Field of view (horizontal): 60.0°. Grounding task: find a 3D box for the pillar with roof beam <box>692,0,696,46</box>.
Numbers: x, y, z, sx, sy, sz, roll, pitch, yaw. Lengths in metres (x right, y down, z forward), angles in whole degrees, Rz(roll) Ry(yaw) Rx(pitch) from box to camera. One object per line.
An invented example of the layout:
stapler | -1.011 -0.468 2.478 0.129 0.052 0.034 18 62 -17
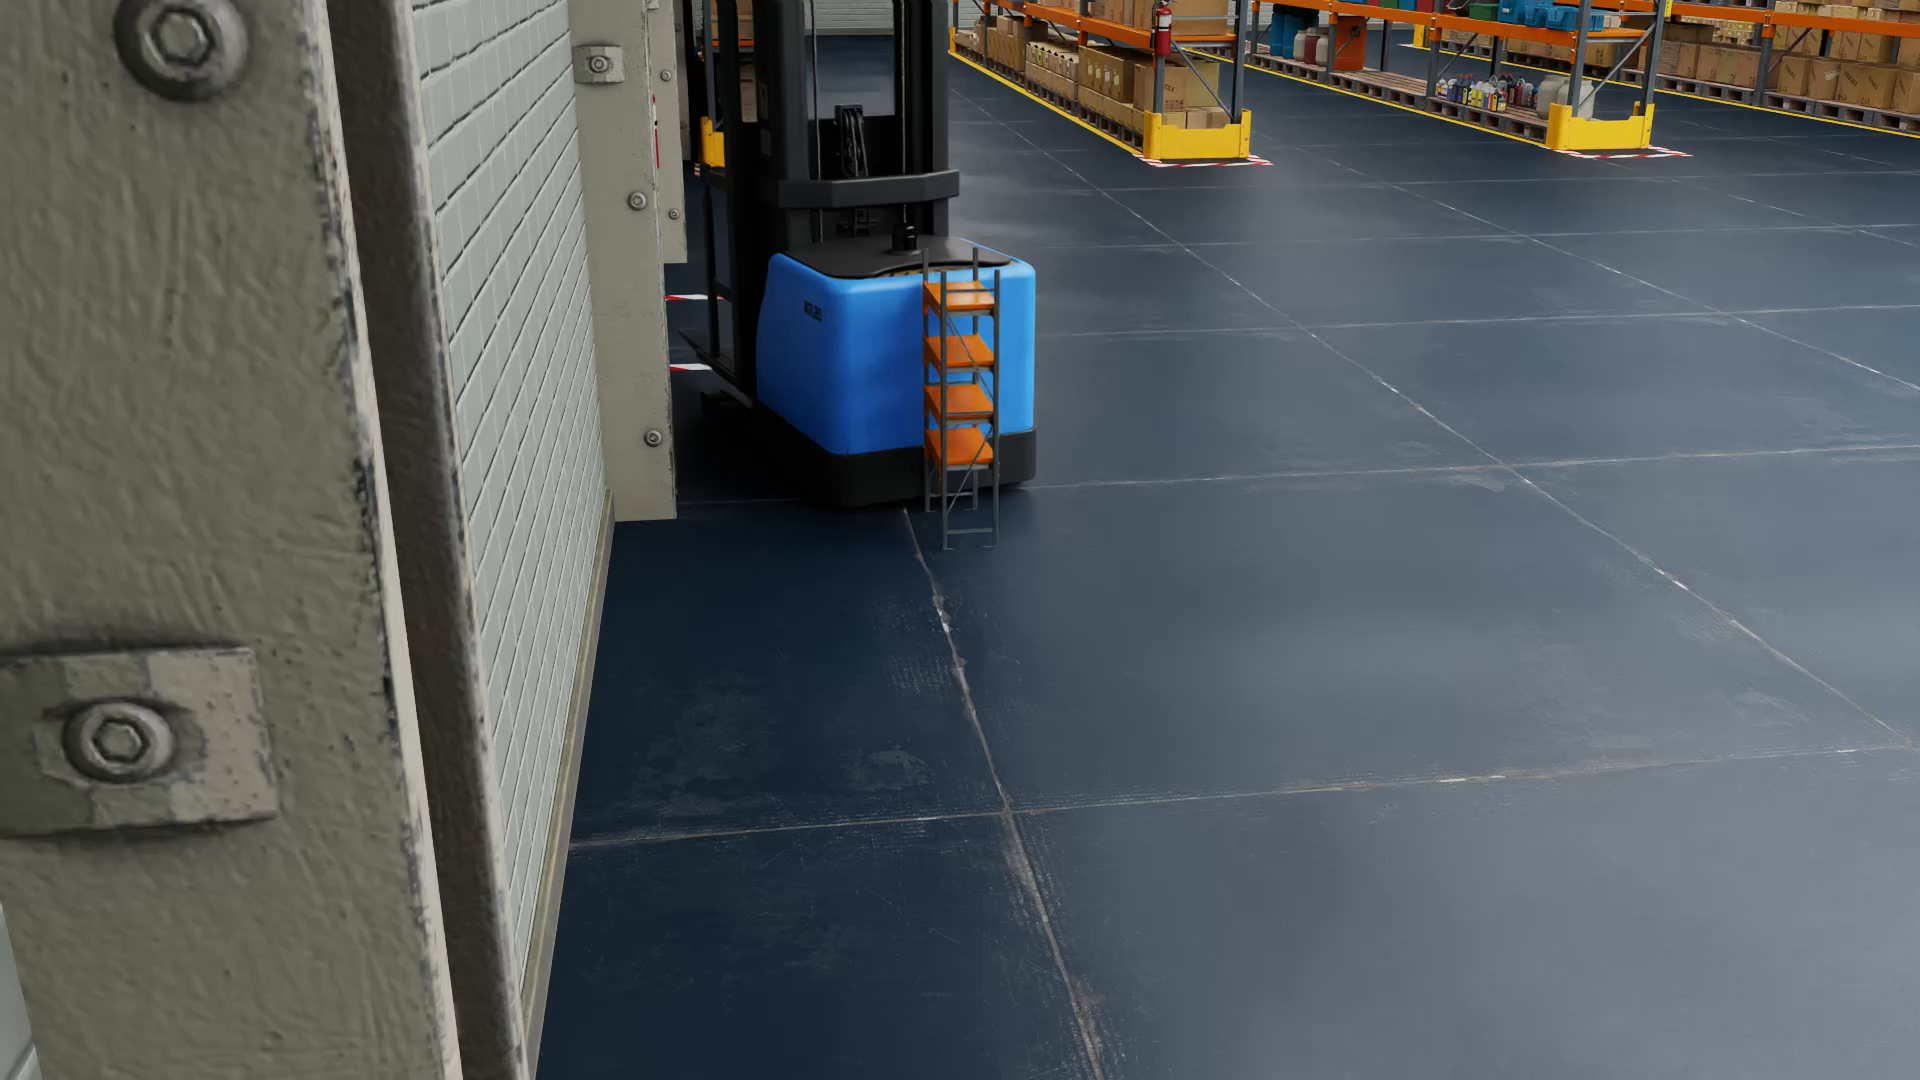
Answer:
pillar with roof beam | -1.521 -14.977 34.455 9.100 9.000 0.400 -3 21 -8

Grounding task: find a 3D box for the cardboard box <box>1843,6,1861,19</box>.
cardboard box | 11.861 -6.927 21.835 0.380 0.149 0.250 -3 21 -8

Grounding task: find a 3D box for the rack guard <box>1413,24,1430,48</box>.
rack guard | 10.165 -10.645 35.003 1.175 0.500 0.348 -3 21 -8

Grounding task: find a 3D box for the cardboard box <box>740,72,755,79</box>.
cardboard box | -2.617 -5.581 20.817 0.500 0.500 0.500 -4 21 -12

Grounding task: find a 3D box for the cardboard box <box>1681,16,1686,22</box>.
cardboard box | 15.017 -10.700 34.201 0.380 0.149 0.250 -4 21 -10

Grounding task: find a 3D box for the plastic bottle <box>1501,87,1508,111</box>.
plastic bottle | 6.972 -5.660 21.337 0.061 0.283 0.133 -3 21 -8

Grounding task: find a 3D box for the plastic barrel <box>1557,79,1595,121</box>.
plastic barrel | 7.404 -5.274 20.004 0.421 0.512 0.421 0 20 0

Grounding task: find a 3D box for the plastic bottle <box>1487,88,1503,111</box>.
plastic bottle | 6.866 -5.651 21.323 0.152 0.276 0.135 -3 21 -7

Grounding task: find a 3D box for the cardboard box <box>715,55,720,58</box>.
cardboard box | -3.086 -6.548 23.404 0.700 0.500 0.500 -3 21 -7

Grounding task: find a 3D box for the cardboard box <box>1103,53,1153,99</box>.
cardboard box | 2.071 -5.719 20.499 0.500 0.500 0.500 -3 21 -8

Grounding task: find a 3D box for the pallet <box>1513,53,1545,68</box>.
pallet | 10.931 -8.853 30.619 1.003 0.211 1.213 -3 21 -8

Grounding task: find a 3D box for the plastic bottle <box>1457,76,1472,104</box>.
plastic bottle | 6.730 -6.003 22.158 0.144 0.351 0.185 -4 21 -10

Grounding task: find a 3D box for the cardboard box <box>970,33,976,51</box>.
cardboard box | 0.471 -9.314 31.080 0.500 0.311 0.500 -3 21 -8

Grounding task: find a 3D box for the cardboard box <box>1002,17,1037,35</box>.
cardboard box | 0.988 -8.611 27.857 0.500 0.250 0.500 -3 21 -9

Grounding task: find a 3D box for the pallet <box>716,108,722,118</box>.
pallet | -2.674 -5.367 21.283 1.003 0.211 1.213 -3 21 -8

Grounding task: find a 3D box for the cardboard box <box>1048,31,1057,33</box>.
cardboard box | 1.432 -8.458 28.519 0.500 0.500 0.500 -3 21 -7

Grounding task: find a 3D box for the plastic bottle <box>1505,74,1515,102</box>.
plastic bottle | 7.403 -6.094 22.401 0.144 0.351 0.185 -4 21 -10

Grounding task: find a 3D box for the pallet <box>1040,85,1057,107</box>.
pallet | 1.771 -6.525 24.384 1.003 0.211 1.213 -3 21 -8

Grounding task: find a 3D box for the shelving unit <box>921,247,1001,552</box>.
shelving unit | 0.001 -0.607 7.125 0.258 1.200 0.503 -3 21 -9

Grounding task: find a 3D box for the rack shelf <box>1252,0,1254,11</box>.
rack shelf | 5.556 -10.529 32.147 1.077 0.370 4.000 -3 21 -8

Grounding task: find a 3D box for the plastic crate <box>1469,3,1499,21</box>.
plastic crate | 6.914 -6.820 21.491 0.450 0.188 0.662 -3 21 -8

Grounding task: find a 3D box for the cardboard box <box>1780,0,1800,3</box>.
cardboard box | 11.902 -7.680 22.925 0.875 0.500 0.500 -3 21 -8

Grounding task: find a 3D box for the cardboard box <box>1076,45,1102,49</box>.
cardboard box | 1.989 -7.188 24.701 0.500 0.311 0.500 -3 21 -8

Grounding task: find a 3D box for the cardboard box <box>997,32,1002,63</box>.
cardboard box | 0.923 -8.422 28.423 0.500 0.500 0.500 -3 21 -7

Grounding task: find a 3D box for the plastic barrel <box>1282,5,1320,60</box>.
plastic barrel | 6.008 -8.953 29.298 0.600 0.901 0.708 -3 21 -8

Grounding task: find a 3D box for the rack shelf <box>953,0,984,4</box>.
rack shelf | 0.654 -10.280 31.481 1.077 0.370 4.000 -3 21 -8

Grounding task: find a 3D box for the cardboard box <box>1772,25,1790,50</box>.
cardboard box | 15.512 -9.395 31.055 0.500 0.500 0.500 -2 21 -6

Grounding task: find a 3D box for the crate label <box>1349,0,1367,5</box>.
crate label | 6.296 -8.447 25.495 0.502 0.435 0.616 -3 21 -8

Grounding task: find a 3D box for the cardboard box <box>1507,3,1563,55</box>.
cardboard box | 10.858 -9.404 30.543 1.225 0.875 0.875 -3 21 -8

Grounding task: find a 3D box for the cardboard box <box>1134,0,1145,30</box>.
cardboard box | 2.471 -6.333 19.742 0.700 0.500 0.500 -3 21 -7

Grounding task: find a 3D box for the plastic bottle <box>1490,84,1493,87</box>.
plastic bottle | 6.935 -5.837 21.820 0.152 0.276 0.135 -3 21 -8

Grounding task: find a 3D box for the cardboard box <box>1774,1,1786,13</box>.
cardboard box | 11.632 -7.446 23.224 0.380 0.149 0.250 -3 21 -8

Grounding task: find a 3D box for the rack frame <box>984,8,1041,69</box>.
rack frame | 0.942 -9.925 29.502 1.000 3.000 0.127 -3 21 -8

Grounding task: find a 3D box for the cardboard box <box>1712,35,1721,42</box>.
cardboard box | 15.125 -9.976 33.114 0.380 0.149 0.250 -3 21 -8

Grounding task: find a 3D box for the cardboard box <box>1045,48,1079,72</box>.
cardboard box | 1.534 -6.979 24.142 0.500 0.311 0.500 -3 21 -8

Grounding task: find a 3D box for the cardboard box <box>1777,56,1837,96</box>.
cardboard box | 11.917 -6.538 23.407 0.500 0.500 0.500 -4 21 -9

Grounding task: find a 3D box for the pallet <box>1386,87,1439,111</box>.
pallet | 6.846 -6.367 23.962 1.003 0.211 1.213 -3 21 -8

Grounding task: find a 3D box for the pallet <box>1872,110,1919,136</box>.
pallet | 12.382 -5.271 21.028 1.003 0.211 1.213 -3 21 -8

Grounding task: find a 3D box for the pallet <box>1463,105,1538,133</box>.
pallet | 7.232 -5.439 21.477 1.003 0.211 1.213 -3 21 -8

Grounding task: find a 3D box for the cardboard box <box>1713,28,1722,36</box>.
cardboard box | 15.206 -10.096 33.009 0.380 0.149 0.250 -2 21 -6

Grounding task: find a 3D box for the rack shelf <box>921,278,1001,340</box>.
rack shelf | 0.001 -0.975 6.988 0.258 0.148 0.480 -3 21 -9

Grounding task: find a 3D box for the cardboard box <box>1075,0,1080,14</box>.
cardboard box | 1.787 -7.387 22.899 0.396 0.266 0.258 -3 21 -9

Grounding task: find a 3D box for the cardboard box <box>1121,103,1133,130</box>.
cardboard box | 2.218 -5.022 19.704 0.500 0.250 0.500 -3 21 -8

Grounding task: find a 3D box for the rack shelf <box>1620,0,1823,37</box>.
rack shelf | 11.610 -8.009 25.400 1.077 0.370 4.000 -3 21 -8

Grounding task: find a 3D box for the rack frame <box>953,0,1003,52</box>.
rack frame | 0.365 -11.310 33.210 1.000 3.000 0.127 -3 21 -8

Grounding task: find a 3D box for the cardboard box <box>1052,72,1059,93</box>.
cardboard box | 1.603 -6.545 23.782 0.500 0.250 0.500 -2 21 -7

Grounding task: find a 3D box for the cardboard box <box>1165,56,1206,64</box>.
cardboard box | 2.656 -5.572 20.106 0.500 0.500 0.500 -3 21 -8

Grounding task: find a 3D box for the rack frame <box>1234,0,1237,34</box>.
rack frame | 5.268 -11.558 33.875 1.000 3.000 0.127 -3 21 -8

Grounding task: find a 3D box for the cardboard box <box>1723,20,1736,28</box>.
cardboard box | 15.280 -10.154 32.740 0.380 0.149 0.250 -2 21 -6

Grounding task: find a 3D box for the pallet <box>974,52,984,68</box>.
pallet | 0.844 -8.856 30.626 1.003 0.211 1.213 -3 21 -8

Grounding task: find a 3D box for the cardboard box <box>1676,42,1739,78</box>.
cardboard box | 11.620 -7.455 25.833 0.700 0.500 0.500 -1 21 -3

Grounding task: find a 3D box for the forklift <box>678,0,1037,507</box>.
forklift | -0.731 -1.995 8.370 1.130 2.935 3.031 -9 22 -24
